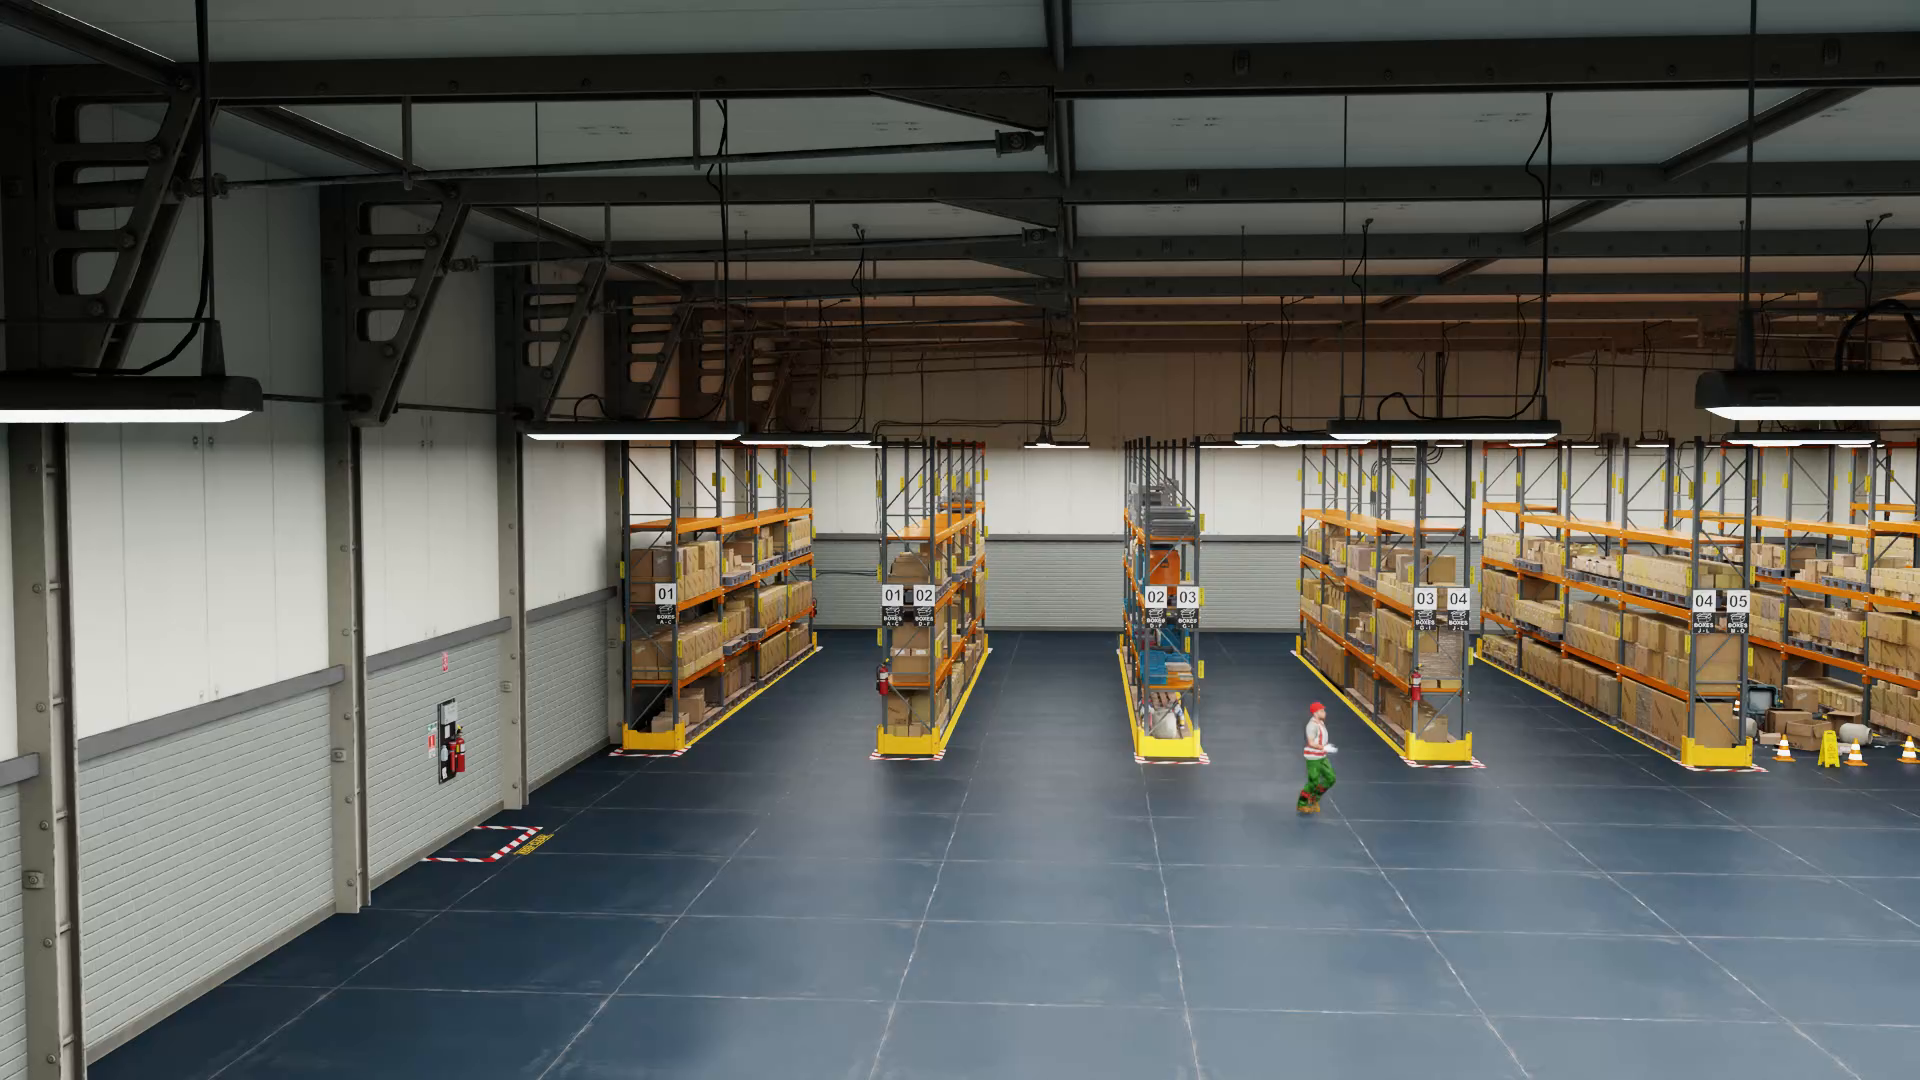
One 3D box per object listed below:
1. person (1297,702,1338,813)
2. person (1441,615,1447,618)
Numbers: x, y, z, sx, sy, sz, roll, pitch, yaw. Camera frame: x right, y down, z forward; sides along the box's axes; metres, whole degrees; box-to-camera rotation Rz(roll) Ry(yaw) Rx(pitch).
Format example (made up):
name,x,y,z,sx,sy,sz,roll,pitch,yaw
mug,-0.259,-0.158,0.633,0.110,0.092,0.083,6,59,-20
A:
name,x,y,z,sx,sy,sz,roll,pitch,yaw
person,5.656,3.439,26.177,0.676,1.785,0.686,2,4,33
person,13.161,2.572,45.243,0.526,1.469,0.904,1,3,15
